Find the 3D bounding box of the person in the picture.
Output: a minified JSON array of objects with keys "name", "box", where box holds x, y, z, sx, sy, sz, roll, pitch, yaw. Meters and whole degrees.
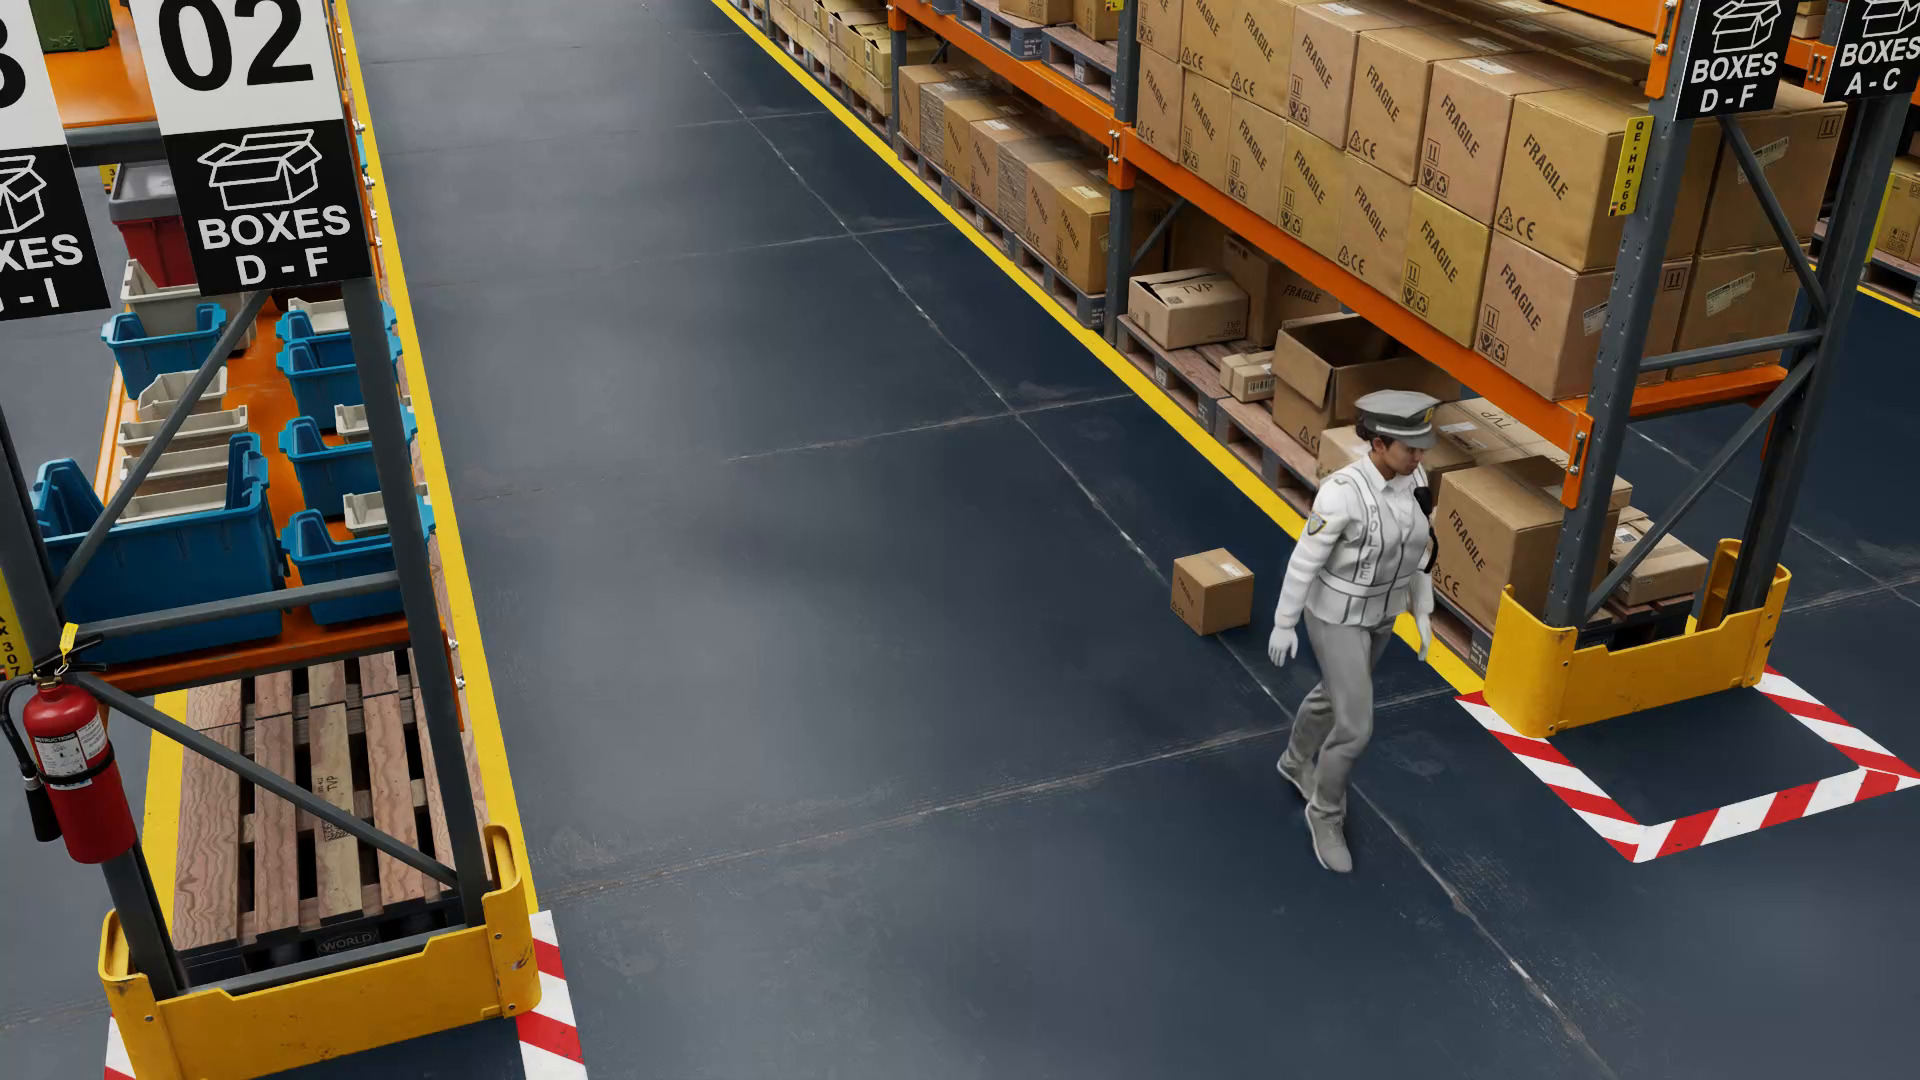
[{"name":"person","box":[1.325,0.291,5.631,0.563,1.719,0.528,-19,35,-30]}]
